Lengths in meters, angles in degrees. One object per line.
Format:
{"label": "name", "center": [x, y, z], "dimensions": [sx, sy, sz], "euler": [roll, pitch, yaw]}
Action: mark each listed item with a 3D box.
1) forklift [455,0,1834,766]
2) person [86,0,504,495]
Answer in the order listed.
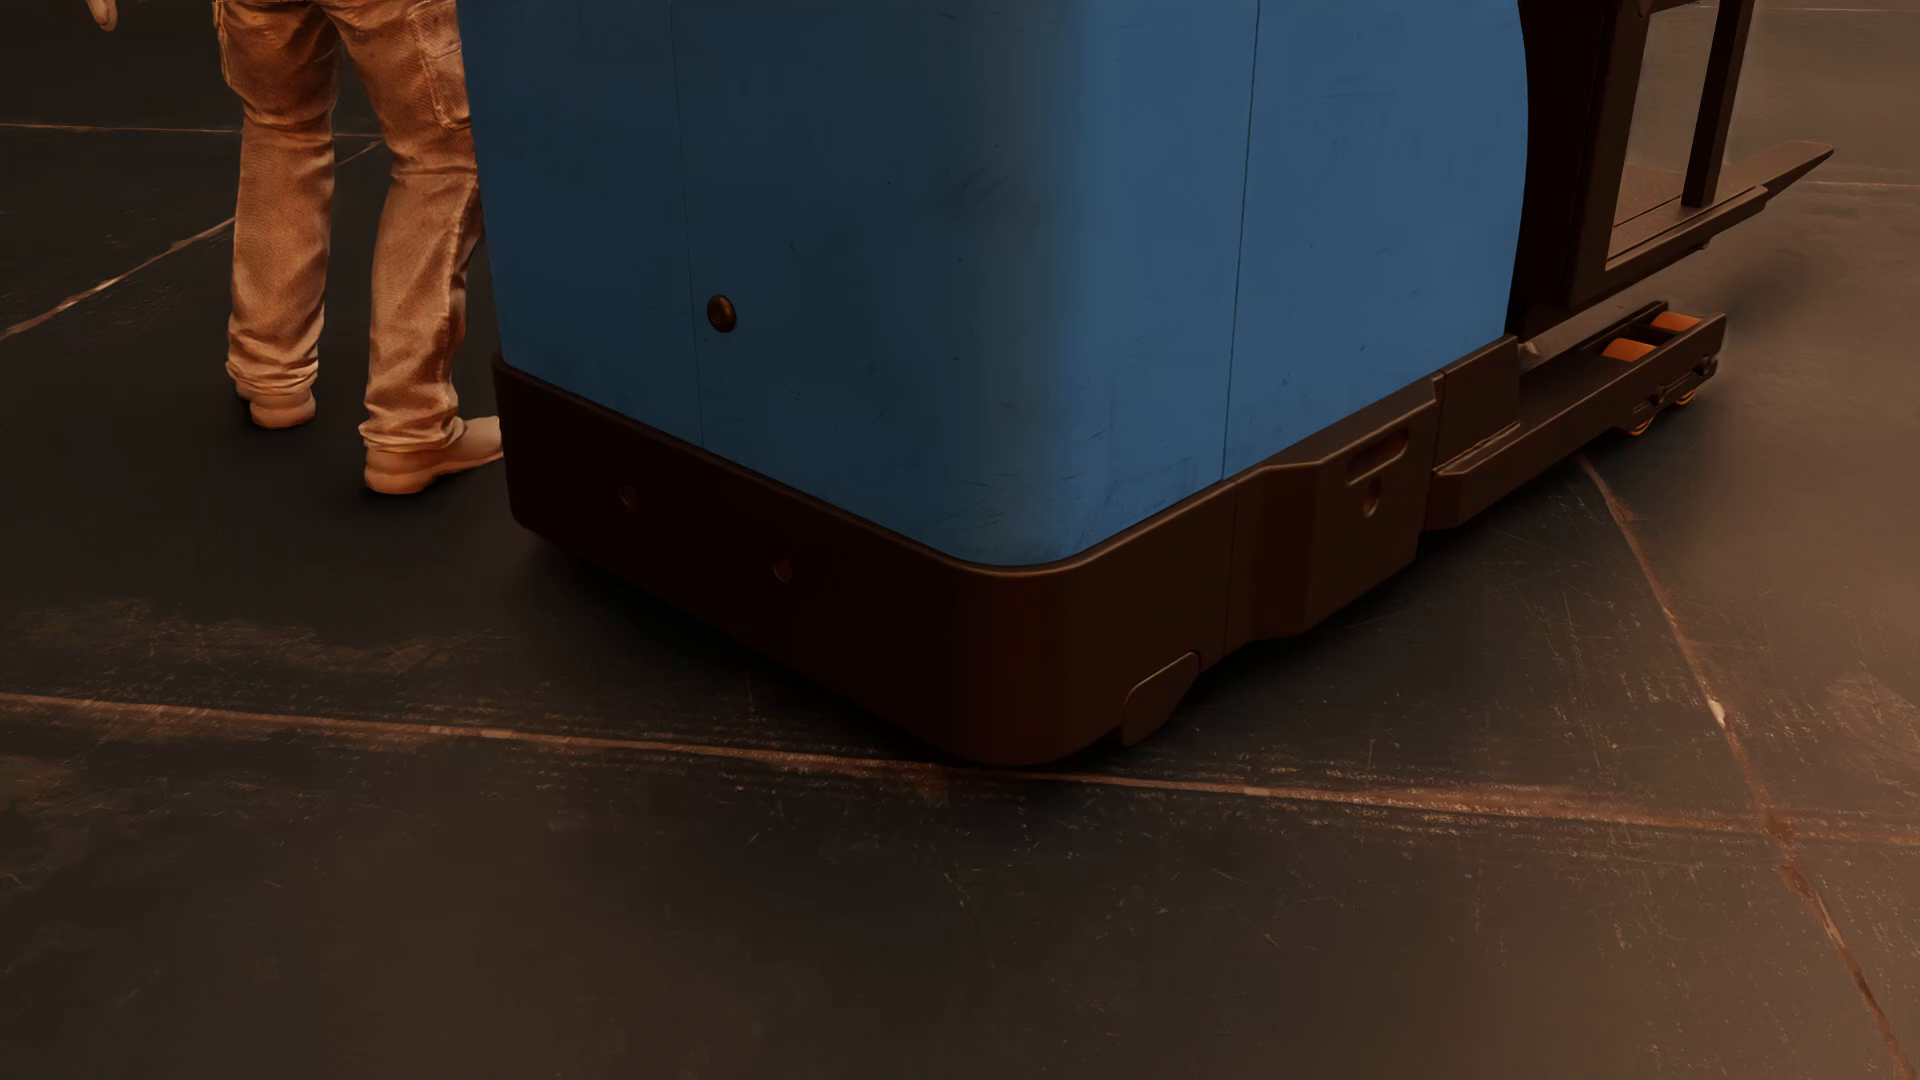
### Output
{"label": "forklift", "center": [0.721, -1.629, 2.482], "dimensions": [1.130, 2.935, 3.031], "euler": [23, 34, 38]}
{"label": "person", "center": [-0.948, -0.954, 2.490], "dimensions": [0.884, 1.745, 0.458], "euler": [11, 29, 21]}
